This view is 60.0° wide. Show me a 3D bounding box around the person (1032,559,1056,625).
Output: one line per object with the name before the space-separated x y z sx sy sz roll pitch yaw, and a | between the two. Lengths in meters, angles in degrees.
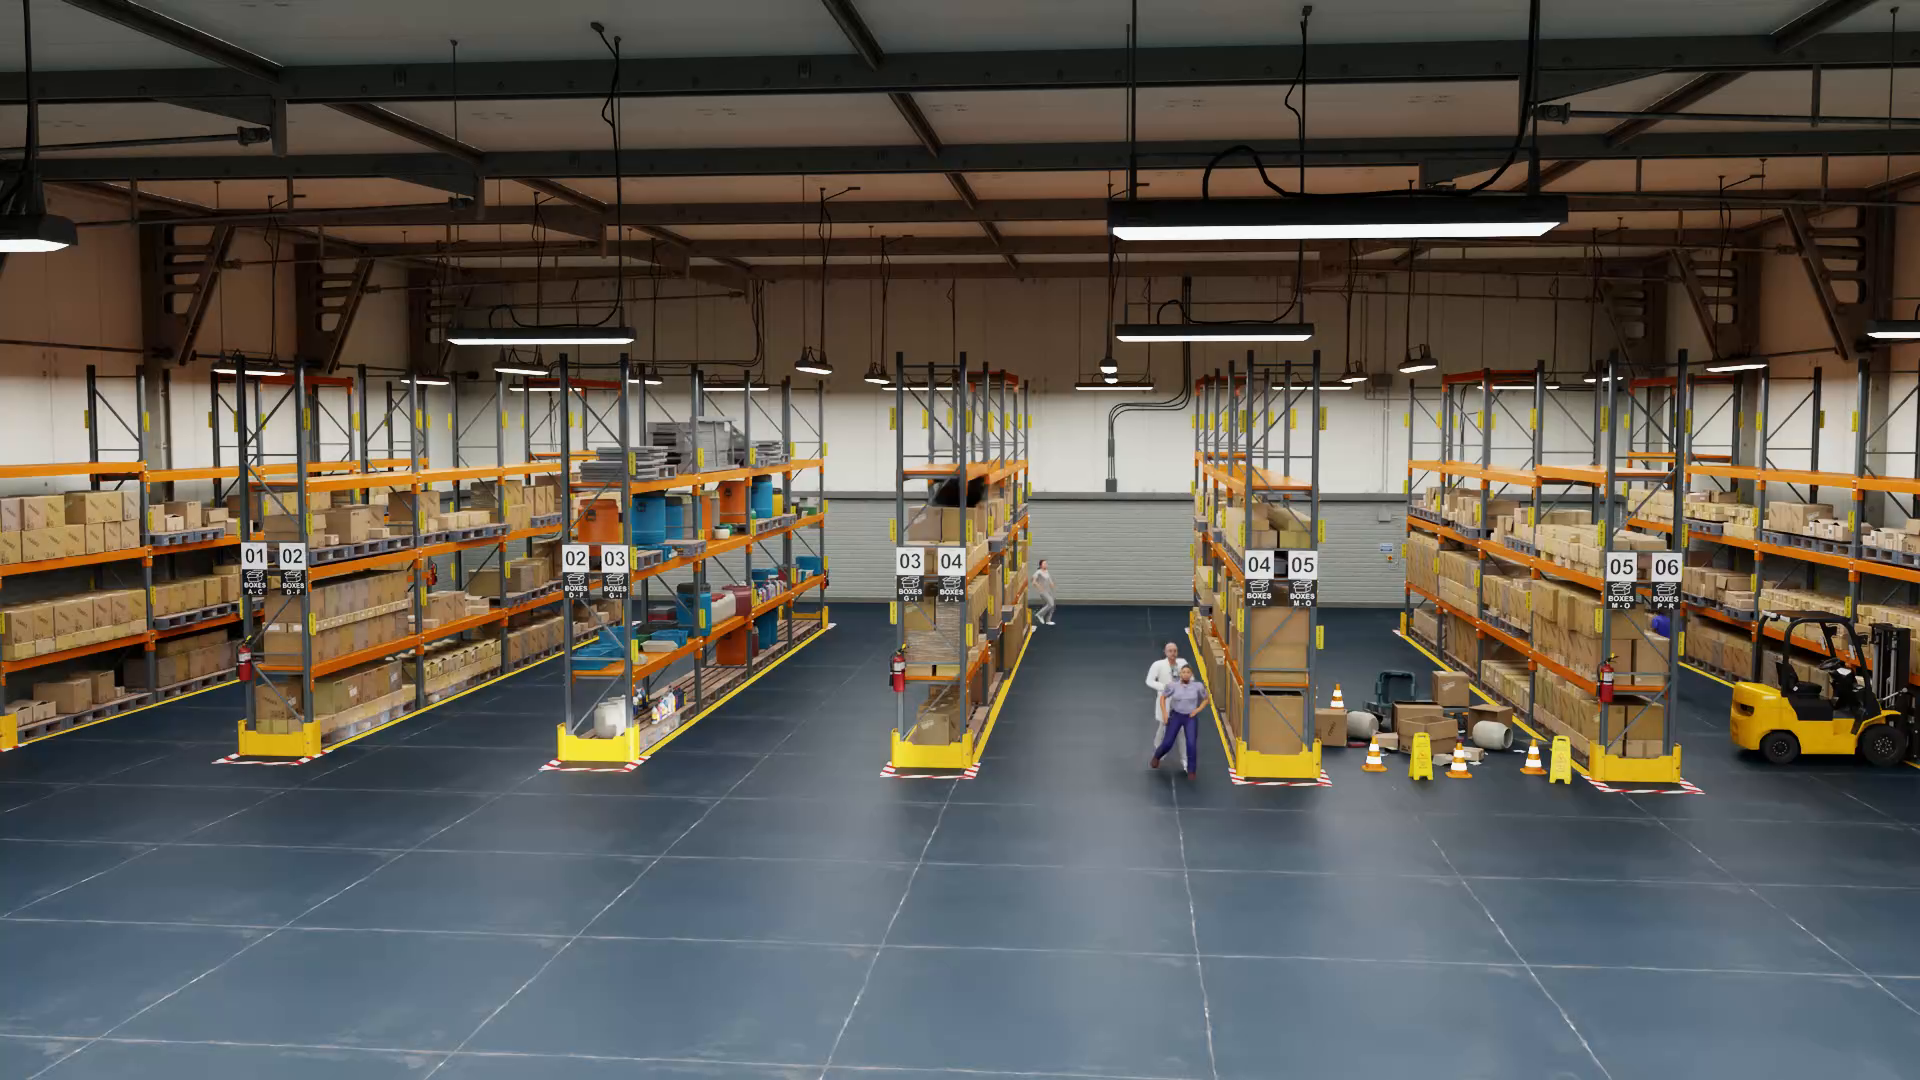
person | 2.110 1.290 40.847 0.494 1.631 0.616 3 5 32

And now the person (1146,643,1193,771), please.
person | 3.053 2.364 24.016 0.752 1.779 1.049 -1 4 -8

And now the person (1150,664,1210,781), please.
person | 3.114 2.567 23.471 0.820 1.649 0.612 0 4 3

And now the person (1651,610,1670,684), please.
person | 13.032 1.988 31.027 0.551 1.611 0.664 -1 4 -7
